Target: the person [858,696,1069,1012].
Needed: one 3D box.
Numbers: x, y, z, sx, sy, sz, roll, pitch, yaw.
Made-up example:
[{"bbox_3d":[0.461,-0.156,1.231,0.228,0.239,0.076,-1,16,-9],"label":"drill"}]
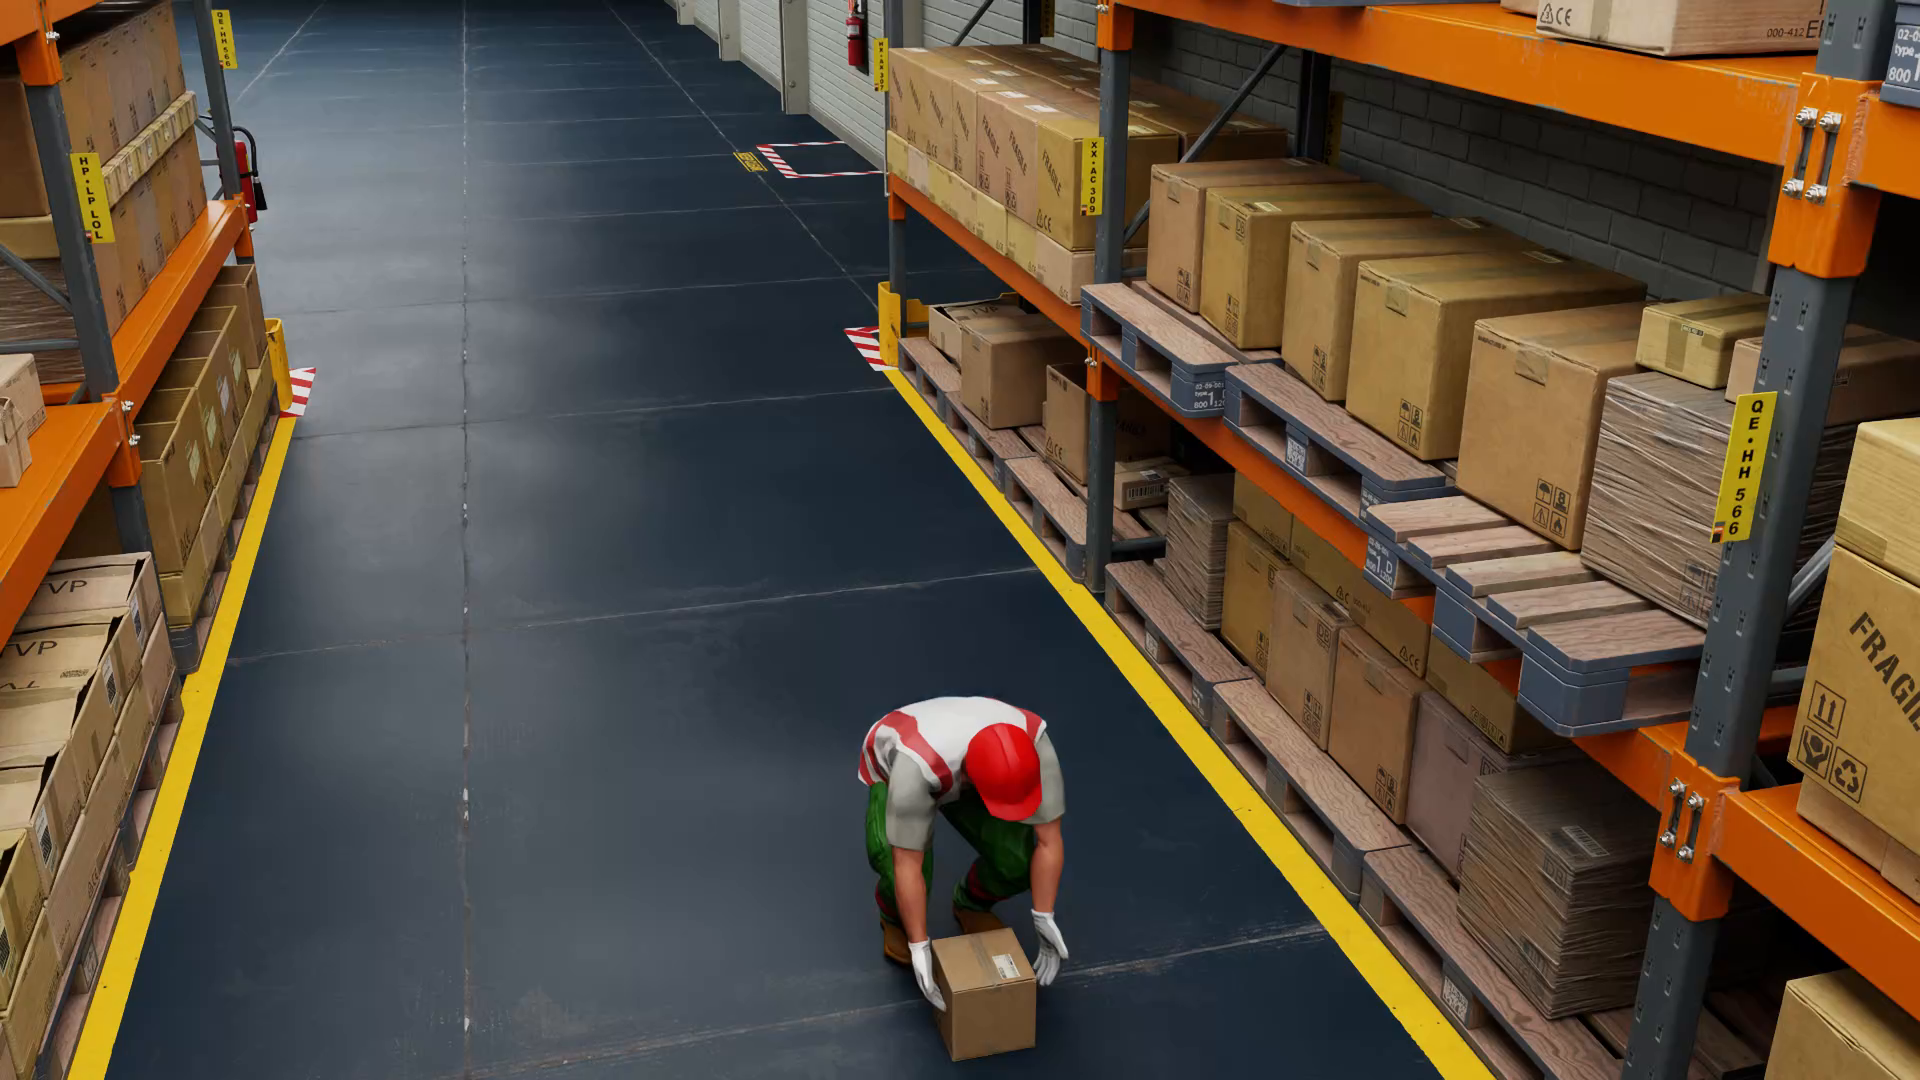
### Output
[{"bbox_3d":[0.000,0.853,5.060,0.573,0.994,0.877,-6,24,-15],"label":"person"}]
